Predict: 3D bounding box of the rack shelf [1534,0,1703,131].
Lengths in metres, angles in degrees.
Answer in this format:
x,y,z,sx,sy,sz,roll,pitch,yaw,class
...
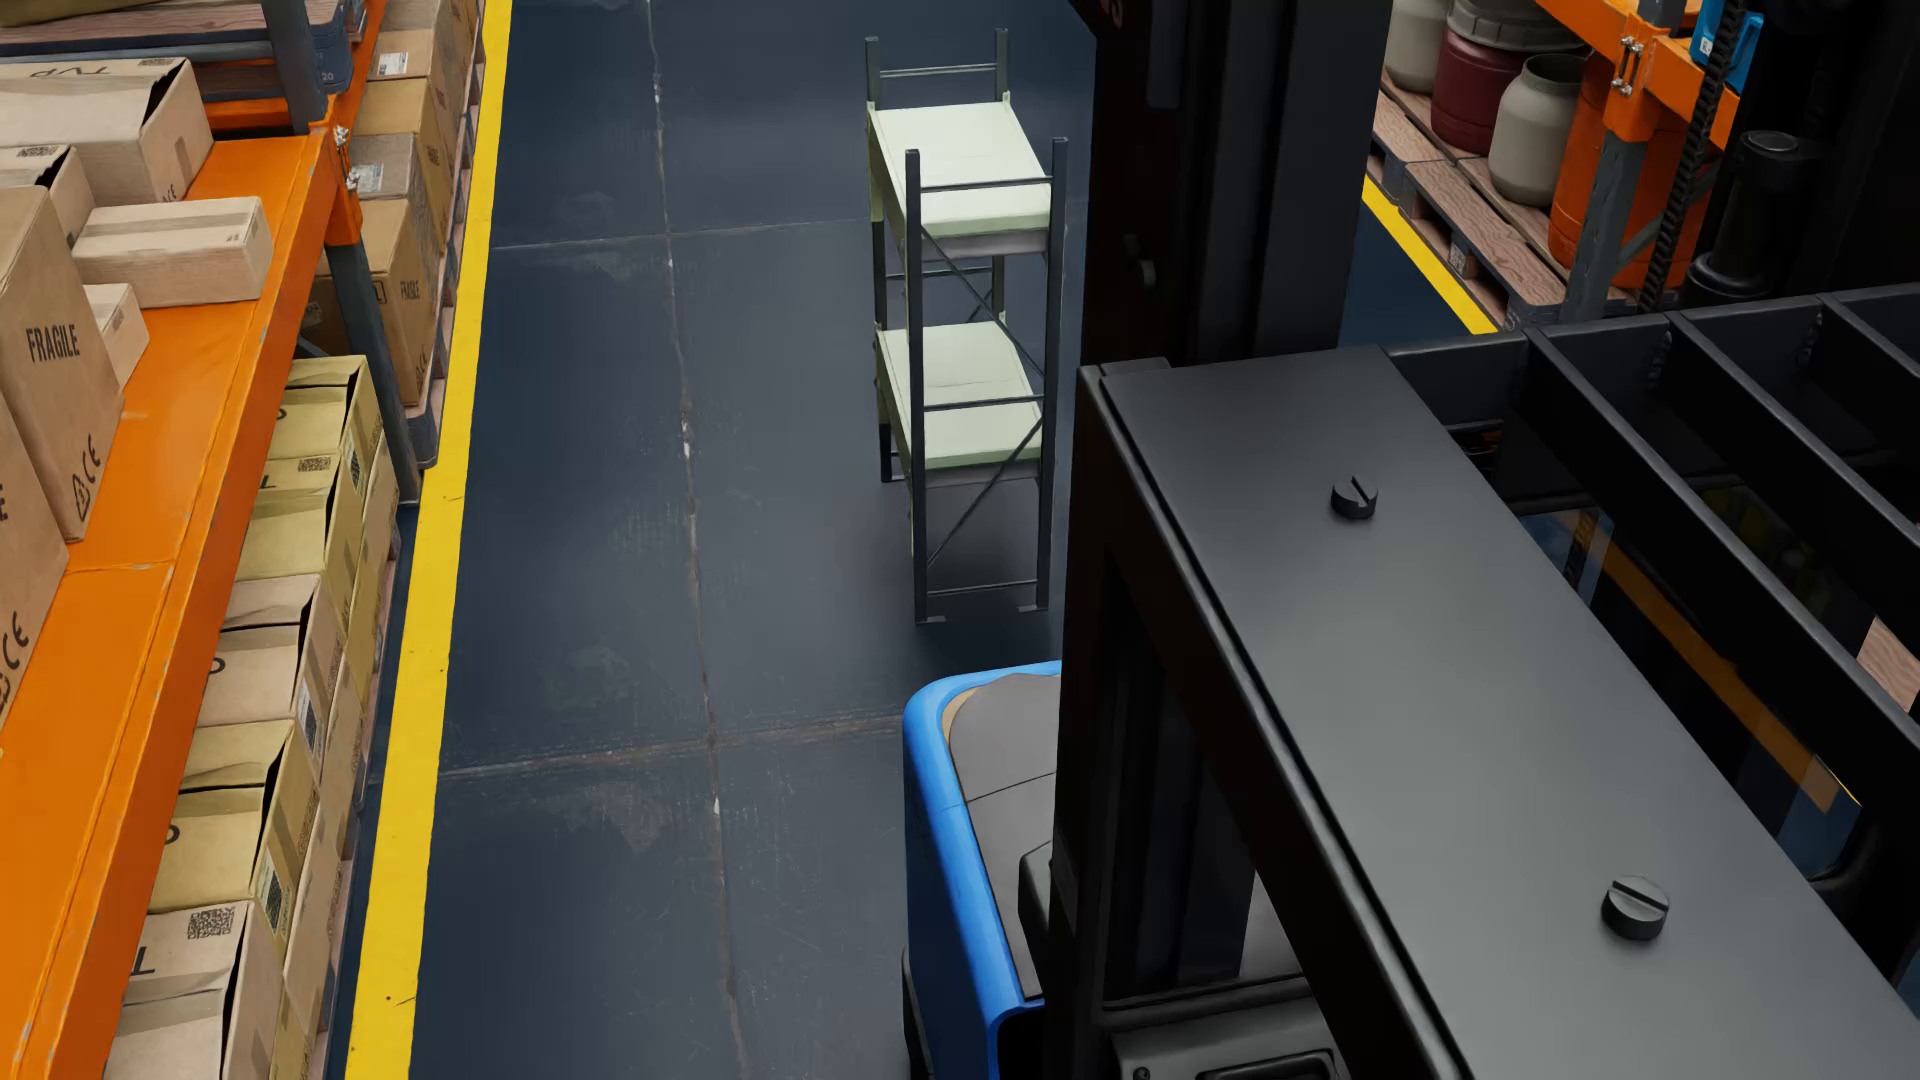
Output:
x,y,z,sx,sy,sz,roll,pitch,yaw,class
2.272,-2.733,6.909,1.077,0.370,4.000,-6,38,-8,rack shelf

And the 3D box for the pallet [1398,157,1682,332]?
x,y,z,sx,sy,sz,roll,pitch,yaw,class
2.443,-1.179,6.596,1.003,0.211,1.213,-6,38,-8,pallet

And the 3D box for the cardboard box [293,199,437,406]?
x,y,z,sx,sy,sz,roll,pitch,yaw,class
-2.053,-0.771,5.476,0.500,0.500,0.500,-5,38,-6,cardboard box

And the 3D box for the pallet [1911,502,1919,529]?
x,y,z,sx,sy,sz,roll,pitch,yaw,class
2.720,-0.236,5.381,1.003,0.211,1.213,-6,38,-8,pallet

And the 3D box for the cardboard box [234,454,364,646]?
x,y,z,sx,sy,sz,roll,pitch,yaw,class
-1.823,0.023,4.217,0.500,0.311,0.500,-7,38,-9,cardboard box

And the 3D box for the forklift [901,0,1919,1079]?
x,y,z,sx,sy,sz,roll,pitch,yaw,class
0.690,0.779,1.858,1.130,2.935,3.031,-8,38,-10,forklift

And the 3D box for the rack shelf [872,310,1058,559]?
x,y,z,sx,sy,sz,roll,pitch,yaw,class
0.001,-0.331,4.985,0.431,0.370,0.720,-6,38,-8,rack shelf

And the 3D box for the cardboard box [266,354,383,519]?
x,y,z,sx,sy,sz,roll,pitch,yaw,class
-1.921,-0.290,4.620,0.500,0.311,0.500,-5,38,-7,cardboard box

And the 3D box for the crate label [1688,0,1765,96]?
x,y,z,sx,sy,sz,roll,pitch,yaw,class
2.327,-1.448,4.805,0.303,0.233,0.416,-6,38,-8,crate label

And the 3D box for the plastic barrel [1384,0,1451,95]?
x,y,z,sx,sy,sz,roll,pitch,yaw,class
2.135,-2.299,7.450,0.421,0.512,0.421,0,38,0,plastic barrel

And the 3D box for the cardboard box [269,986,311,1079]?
x,y,z,sx,sy,sz,roll,pitch,yaw,class
-1.562,1.166,3.203,0.500,0.250,0.500,-7,38,-9,cardboard box

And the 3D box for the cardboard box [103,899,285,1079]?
x,y,z,sx,sy,sz,roll,pitch,yaw,class
-1.555,0.944,3.031,0.500,0.311,0.500,-7,38,-9,cardboard box

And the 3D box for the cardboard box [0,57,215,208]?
x,y,z,sx,sy,sz,roll,pitch,yaw,class
-2.234,-1.019,4.189,0.500,0.311,0.500,-4,38,-5,cardboard box

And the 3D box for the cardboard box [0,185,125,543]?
x,y,z,sx,sy,sz,roll,pitch,yaw,class
-1.945,-0.306,3.118,0.500,0.500,0.500,-8,39,-10,cardboard box

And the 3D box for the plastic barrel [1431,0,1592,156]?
x,y,z,sx,sy,sz,roll,pitch,yaw,class
2.322,-1.998,7.000,0.600,0.588,0.708,-6,38,-8,plastic barrel

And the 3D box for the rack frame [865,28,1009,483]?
x,y,z,sx,sy,sz,roll,pitch,yaw,class
-0.063,-0.809,5.069,0.400,1.500,0.023,-6,38,-8,rack frame

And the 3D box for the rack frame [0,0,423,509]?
x,y,z,sx,sy,sz,roll,pitch,yaw,class
-2.255,-1.278,4.451,1.000,3.000,0.127,-6,38,-8,rack frame

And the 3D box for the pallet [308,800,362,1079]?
x,y,z,sx,sy,sz,roll,pitch,yaw,class
-1.938,1.060,3.714,1.003,0.211,1.213,-6,38,-8,pallet

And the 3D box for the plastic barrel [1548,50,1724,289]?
x,y,z,sx,sy,sz,roll,pitch,yaw,class
2.520,-1.411,6.048,0.600,0.830,0.708,-6,38,-8,plastic barrel

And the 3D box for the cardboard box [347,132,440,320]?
x,y,z,sx,sy,sz,roll,pitch,yaw,class
-2.151,-1.086,5.882,0.500,0.500,0.500,-8,38,-10,cardboard box

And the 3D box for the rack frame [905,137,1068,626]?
x,y,z,sx,sy,sz,roll,pitch,yaw,class
0.065,-0.367,4.500,0.400,1.500,0.023,-6,38,-8,rack frame

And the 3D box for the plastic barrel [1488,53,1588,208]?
x,y,z,sx,sy,sz,roll,pitch,yaw,class
2.333,-1.617,6.572,0.421,0.512,0.421,0,38,0,plastic barrel

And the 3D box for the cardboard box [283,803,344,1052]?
x,y,z,sx,sy,sz,roll,pitch,yaw,class
-1.650,0.859,3.599,0.500,0.250,0.500,-6,38,-7,cardboard box

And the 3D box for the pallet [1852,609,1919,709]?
x,y,z,sx,sy,sz,roll,pitch,yaw,class
2.931,0.500,4.435,1.003,0.211,1.213,-6,38,-8,pallet

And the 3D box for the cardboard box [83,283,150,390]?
x,y,z,sx,sy,sz,roll,pitch,yaw,class
-1.976,-0.415,3.544,0.380,0.149,0.250,-4,38,-5,cardboard box

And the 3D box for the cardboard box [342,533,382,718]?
x,y,z,sx,sy,sz,roll,pitch,yaw,class
-1.829,0.244,4.390,0.500,0.250,0.500,-7,38,-8,cardboard box

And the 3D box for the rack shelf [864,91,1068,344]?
x,y,z,sx,sy,sz,roll,pitch,yaw,class
0.001,-0.896,4.545,0.431,0.370,0.720,-6,38,-8,rack shelf

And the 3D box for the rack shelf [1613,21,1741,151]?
x,y,z,sx,sy,sz,roll,pitch,yaw,class
2.973,-0.317,3.799,1.077,0.370,4.000,-6,38,-8,rack shelf

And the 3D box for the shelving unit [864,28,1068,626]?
x,y,z,sx,sy,sz,roll,pitch,yaw,class
0.001,-0.588,4.785,0.431,1.500,0.755,-6,38,-8,shelving unit

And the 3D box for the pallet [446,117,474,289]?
x,y,z,sx,sy,sz,roll,pitch,yaw,class
-2.559,-1.367,6.838,1.003,0.211,1.213,-6,38,-8,pallet

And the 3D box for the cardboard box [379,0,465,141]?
x,y,z,sx,sy,sz,roll,pitch,yaw,class
-2.422,-2.011,7.073,0.500,0.500,0.500,-6,38,-7,cardboard box

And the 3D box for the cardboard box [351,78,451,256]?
x,y,z,sx,sy,sz,roll,pitch,yaw,class
-2.234,-1.390,6.273,0.500,0.500,0.500,-7,38,-9,cardboard box

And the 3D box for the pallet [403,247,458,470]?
x,y,z,sx,sy,sz,roll,pitch,yaw,class
-2.348,-0.632,5.892,1.003,0.211,1.213,-6,38,-8,pallet

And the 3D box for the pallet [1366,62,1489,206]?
x,y,z,sx,sy,sz,roll,pitch,yaw,class
2.233,-1.915,7.543,1.003,0.211,1.213,-6,38,-8,pallet

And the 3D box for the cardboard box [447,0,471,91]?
x,y,z,sx,sy,sz,roll,pitch,yaw,class
-2.509,-2.314,7.463,0.500,0.500,0.500,-6,38,-8,cardboard box

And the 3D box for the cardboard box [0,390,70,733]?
x,y,z,sx,sy,sz,roll,pitch,yaw,class
-1.852,0.012,2.708,0.500,0.500,0.500,-6,38,-8,cardboard box

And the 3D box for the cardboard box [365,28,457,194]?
x,y,z,sx,sy,sz,roll,pitch,yaw,class
-2.330,-1.704,6.678,0.500,0.500,0.500,-7,38,-9,cardboard box

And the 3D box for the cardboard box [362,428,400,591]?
x,y,z,sx,sy,sz,roll,pitch,yaw,class
-1.922,-0.067,4.790,0.500,0.250,0.500,-5,38,-7,cardboard box

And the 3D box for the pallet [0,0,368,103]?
x,y,z,sx,sy,sz,roll,pitch,yaw,class
-2.443,-1.604,5.027,1.213,0.211,1.003,-6,38,-8,pallet

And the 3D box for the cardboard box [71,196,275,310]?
x,y,z,sx,sy,sz,roll,pitch,yaw,class
-1.825,-0.666,3.867,0.380,0.149,0.250,-6,38,-8,cardboard box

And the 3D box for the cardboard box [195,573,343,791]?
x,y,z,sx,sy,sz,roll,pitch,yaw,class
-1.737,0.328,3.824,0.500,0.311,0.500,-6,38,-8,cardboard box

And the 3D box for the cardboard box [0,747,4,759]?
x,y,z,sx,sy,sz,roll,pitch,yaw,class
-1.764,0.314,2.319,0.500,0.500,0.500,-4,38,-5,cardboard box

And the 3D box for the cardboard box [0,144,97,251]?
x,y,z,sx,sy,sz,roll,pitch,yaw,class
-2.289,-0.682,3.756,0.500,0.311,0.500,-7,38,-8,cardboard box

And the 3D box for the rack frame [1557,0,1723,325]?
x,y,z,sx,sy,sz,roll,pitch,yaw,class
2.622,-1.809,5.133,1.000,3.000,0.127,-6,38,-8,rack frame

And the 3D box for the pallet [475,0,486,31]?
x,y,z,sx,sy,sz,roll,pitch,yaw,class
-3.076,-3.008,8.950,1.003,0.211,1.213,-6,38,-8,pallet

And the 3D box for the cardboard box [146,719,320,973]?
x,y,z,sx,sy,sz,roll,pitch,yaw,class
-1.652,0.631,3.434,0.500,0.311,0.500,-5,38,-7,cardboard box

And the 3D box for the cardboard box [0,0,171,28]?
x,y,z,sx,sy,sz,roll,pitch,yaw,class
-2.476,-1.852,4.765,0.700,0.500,0.500,-19,42,-23,cardboard box

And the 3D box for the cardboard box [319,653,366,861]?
x,y,z,sx,sy,sz,roll,pitch,yaw,class
-1.743,0.548,3.998,0.500,0.250,0.500,-5,38,-7,cardboard box

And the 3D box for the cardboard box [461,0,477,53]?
x,y,z,sx,sy,sz,roll,pitch,yaw,class
-2.587,-2.614,7.848,0.500,0.500,0.500,-6,38,-8,cardboard box

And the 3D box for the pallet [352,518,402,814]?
x,y,z,sx,sy,sz,roll,pitch,yaw,class
-2.149,0.324,4.661,1.003,0.211,1.213,-6,38,-8,pallet

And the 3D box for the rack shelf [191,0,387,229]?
x,y,z,sx,sy,sz,roll,pitch,yaw,class
-2.605,-2.202,6.226,1.077,0.370,4.000,-6,38,-8,rack shelf

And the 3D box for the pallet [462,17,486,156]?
x,y,z,sx,sy,sz,roll,pitch,yaw,class
-2.776,-2.106,7.789,1.003,0.211,1.213,-6,38,-8,pallet

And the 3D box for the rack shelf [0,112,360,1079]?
x,y,z,sx,sy,sz,roll,pitch,yaw,class
-1.904,0.214,3.116,1.077,0.370,4.000,-6,38,-8,rack shelf
